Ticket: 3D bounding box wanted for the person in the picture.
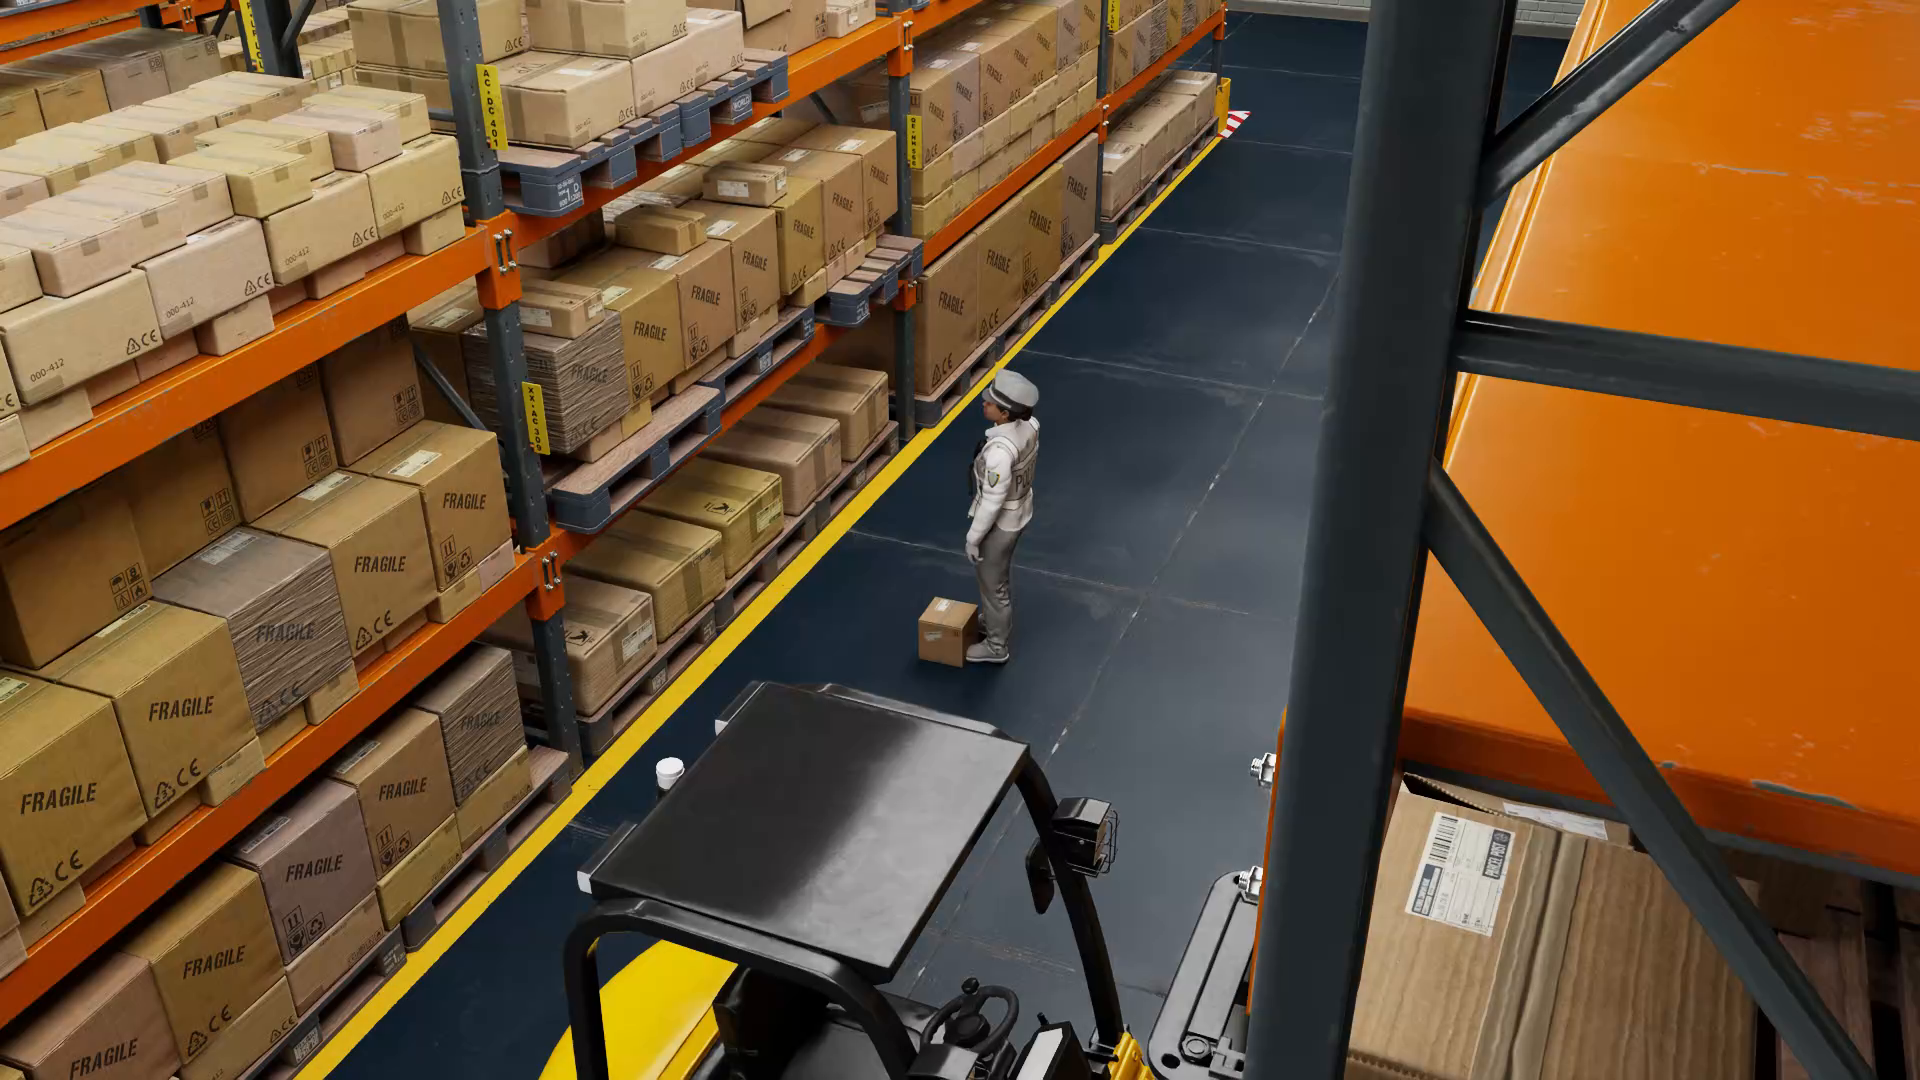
[{"bbox_3d":[0.141,-0.113,8.536,0.533,1.697,0.588,11,32,19],"label":"person"}]
